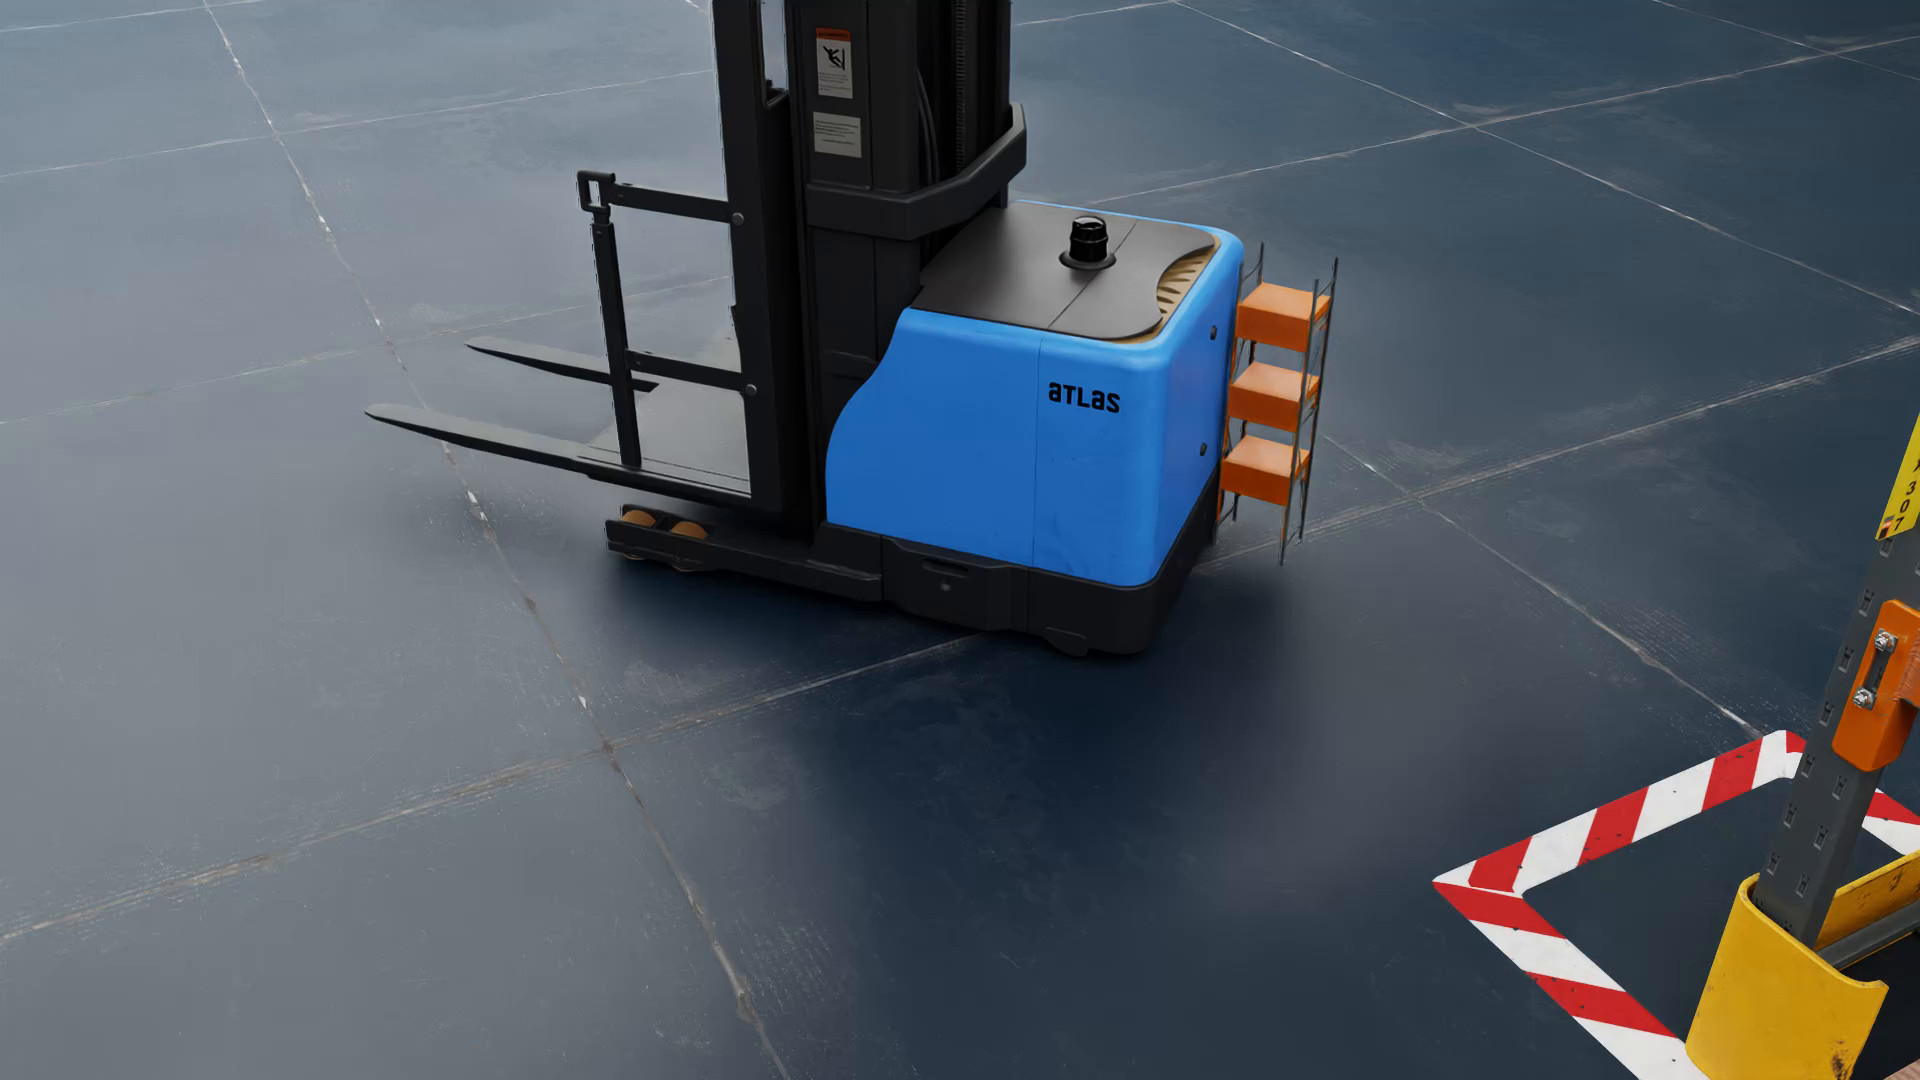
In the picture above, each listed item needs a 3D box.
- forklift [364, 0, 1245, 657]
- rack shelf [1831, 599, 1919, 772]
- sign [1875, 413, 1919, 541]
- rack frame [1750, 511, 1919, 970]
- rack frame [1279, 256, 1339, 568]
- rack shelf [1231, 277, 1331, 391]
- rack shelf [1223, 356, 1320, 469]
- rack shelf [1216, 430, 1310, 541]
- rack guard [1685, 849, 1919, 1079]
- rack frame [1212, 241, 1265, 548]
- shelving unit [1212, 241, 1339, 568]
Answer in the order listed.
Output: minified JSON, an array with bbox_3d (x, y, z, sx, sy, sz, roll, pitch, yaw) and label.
[{"bbox_3d":[-0.649,-1.376,5.180,3.031,2.935,1.130,12,35,18],"label":"forklift"},{"bbox_3d":[3.125,1.089,1.936,1.077,0.370,4.000,-16,36,-23],"label":"rack shelf"},{"bbox_3d":[1.704,-0.149,2.945,0.100,0.325,0.005,-16,36,-23],"label":"sign"},{"bbox_3d":[2.192,-0.168,3.232,1.000,3.000,0.127,-16,36,-23],"label":"rack frame"},{"bbox_3d":[1.130,-0.397,5.396,0.008,1.050,0.200,17,36,25],"label":"rack frame"},{"bbox_3d":[1.024,-0.660,5.300,0.240,0.259,0.215,17,36,25],"label":"rack shelf"},{"bbox_3d":[1.024,-0.421,5.453,0.240,0.259,0.215,17,36,25],"label":"rack shelf"},{"bbox_3d":[1.024,-0.187,5.603,0.240,0.259,0.215,17,36,25],"label":"rack shelf"},{"bbox_3d":[2.270,0.909,3.868,1.175,0.500,0.348,-16,36,-23],"label":"rack guard"},{"bbox_3d":[0.919,-0.462,5.499,0.008,1.050,0.200,17,36,25],"label":"rack frame"},{"bbox_3d":[1.024,-0.430,5.447,0.252,1.050,0.215,17,36,25],"label":"shelving unit"}]
